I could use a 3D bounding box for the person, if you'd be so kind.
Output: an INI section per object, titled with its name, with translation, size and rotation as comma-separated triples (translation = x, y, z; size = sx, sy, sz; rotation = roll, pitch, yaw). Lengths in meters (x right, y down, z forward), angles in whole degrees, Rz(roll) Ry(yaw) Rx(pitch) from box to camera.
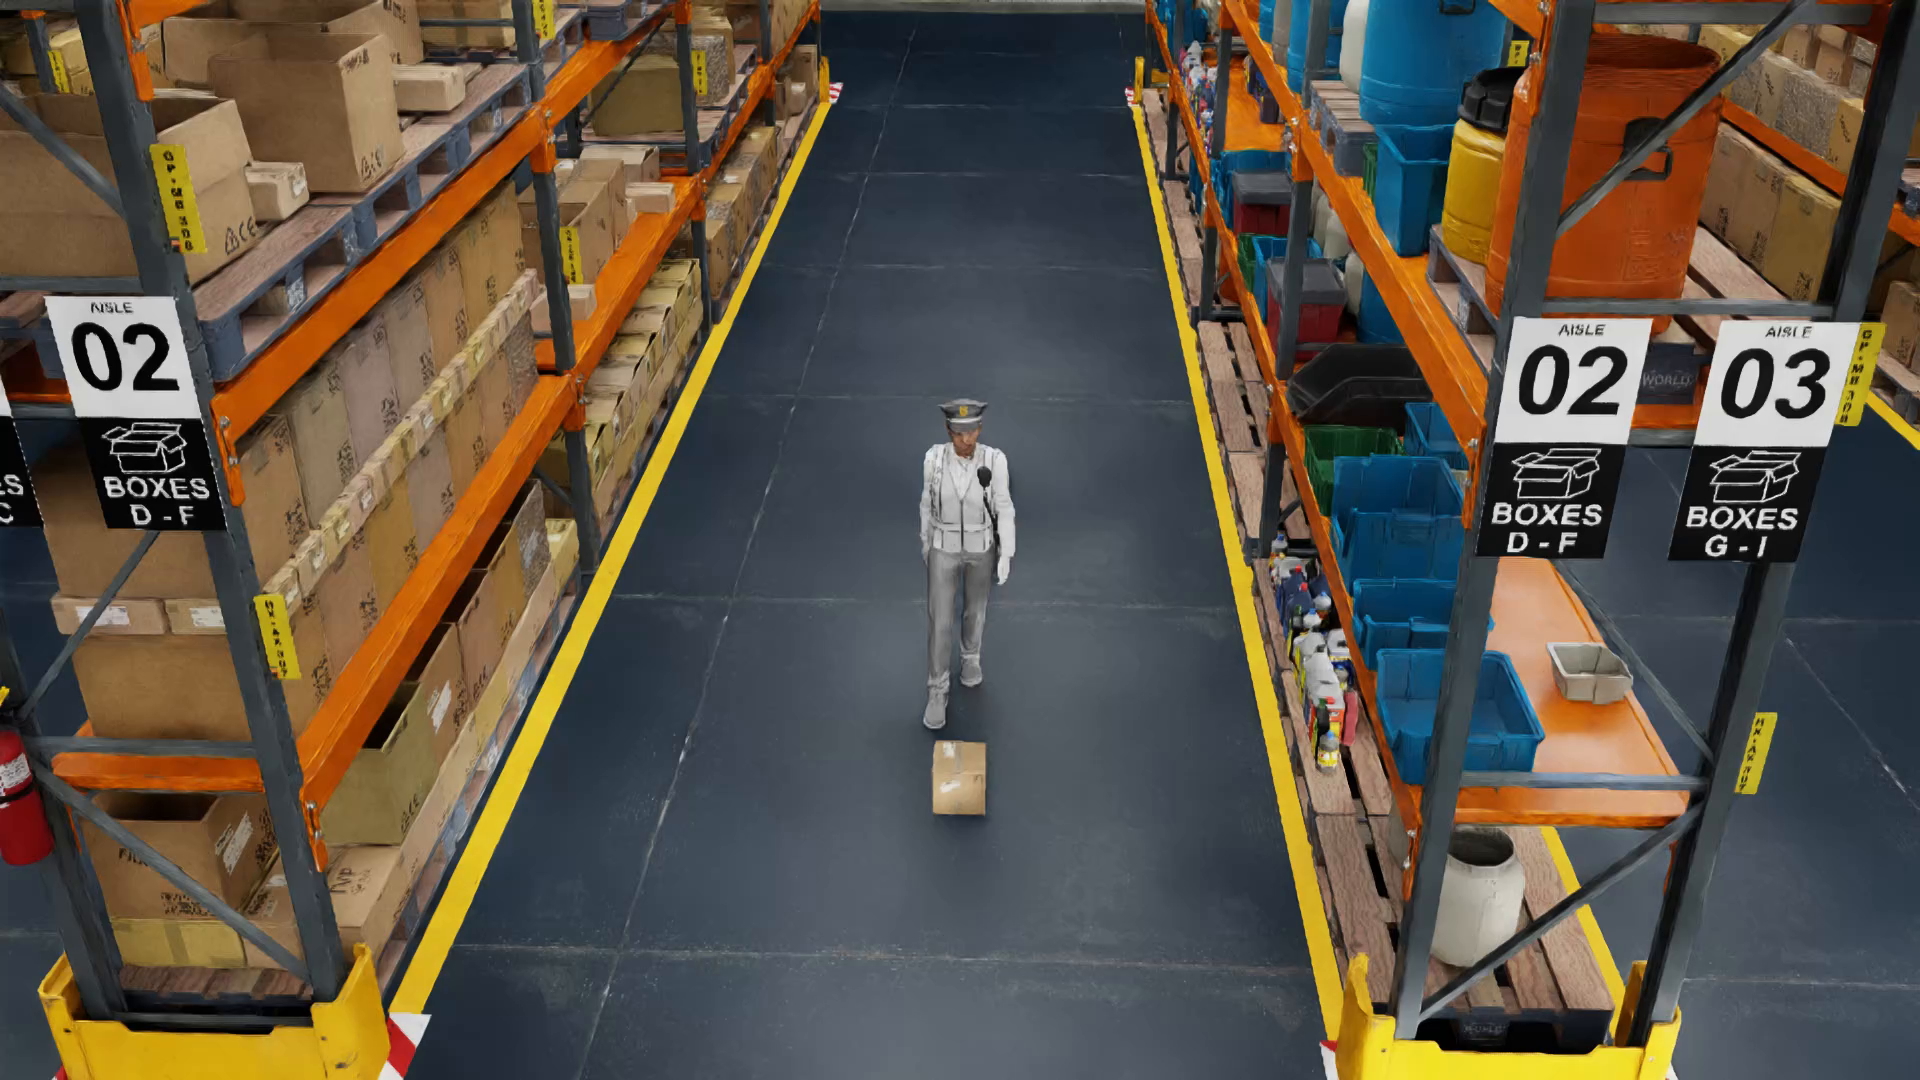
[person]
translation = 0.038, 0.079, 8.421
size = 0.482, 1.674, 0.680
rotation = 0, 28, 0
